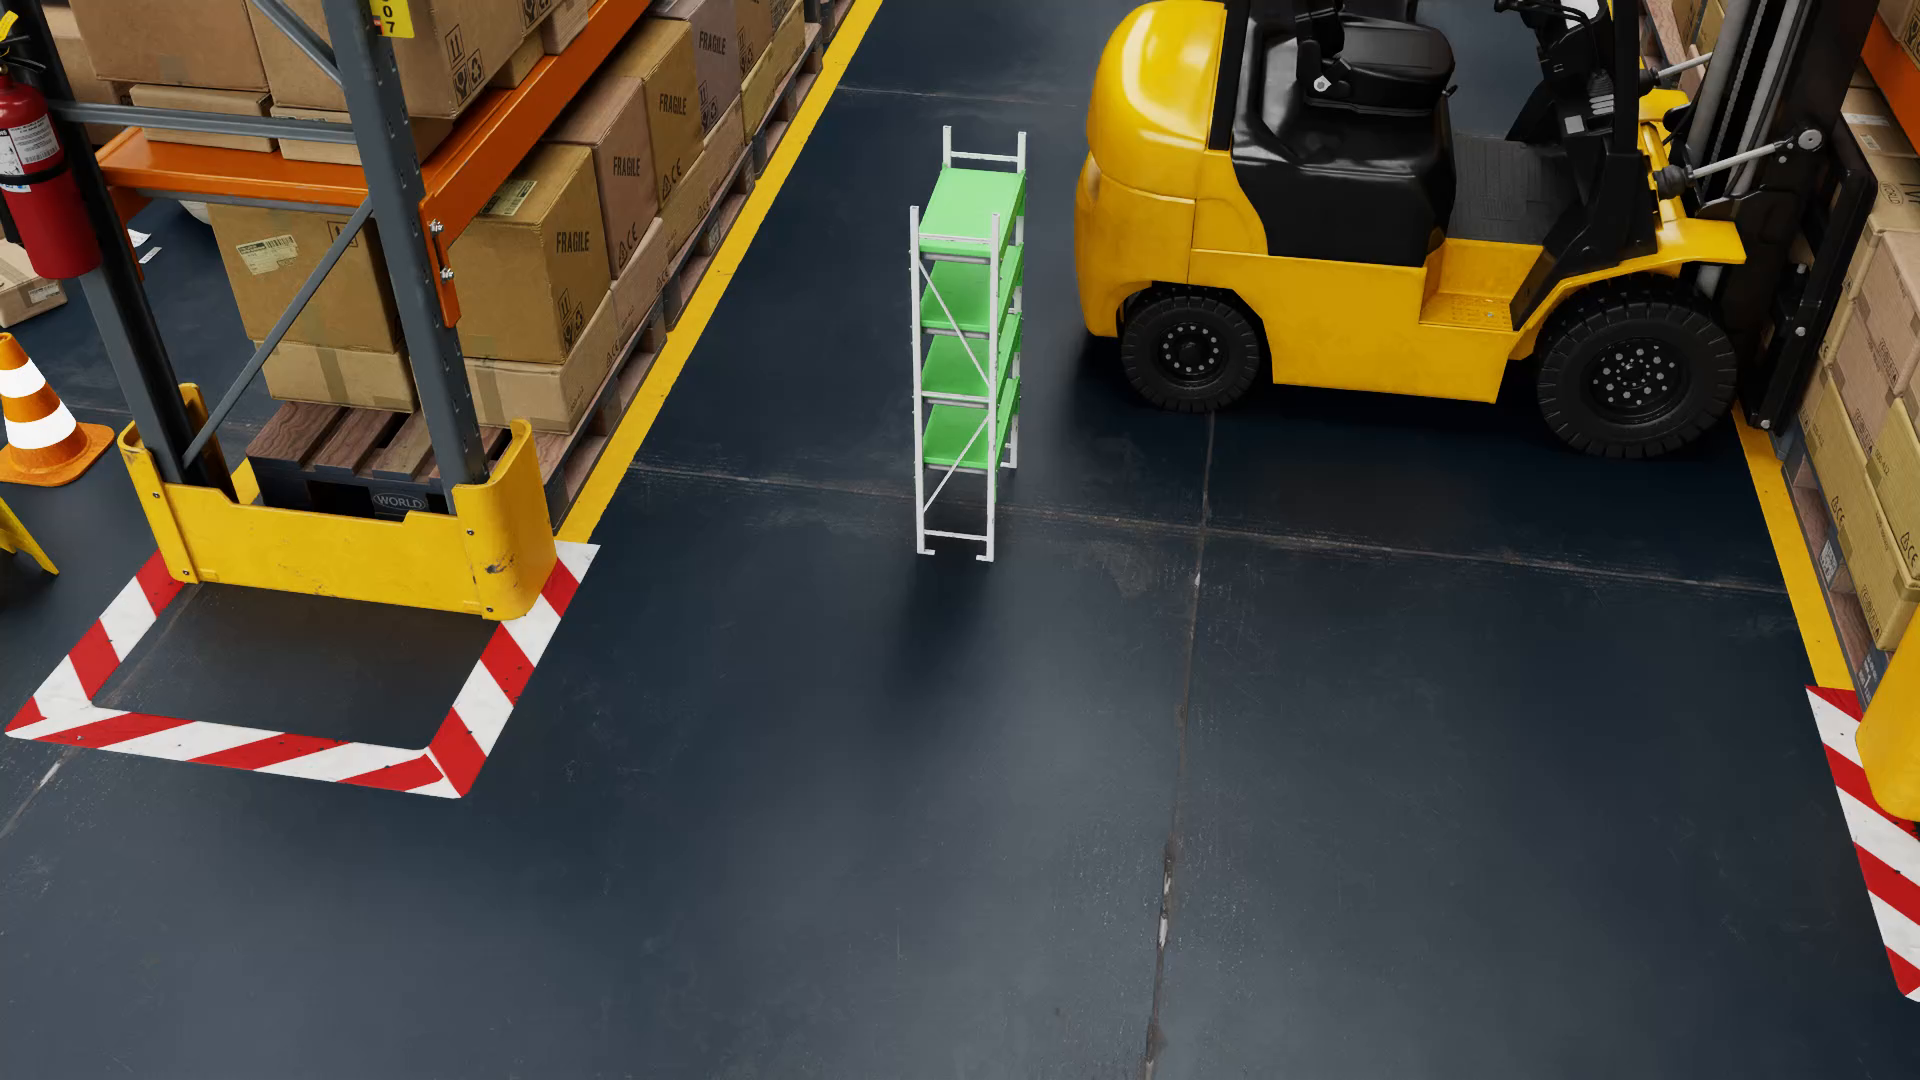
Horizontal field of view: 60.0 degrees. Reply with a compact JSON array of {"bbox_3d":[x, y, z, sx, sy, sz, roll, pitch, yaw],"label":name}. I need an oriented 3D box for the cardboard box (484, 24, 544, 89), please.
[{"bbox_3d":[-1.443,-1.444,4.840,0.380,0.149,0.250,5,40,6],"label":"cardboard box"}]

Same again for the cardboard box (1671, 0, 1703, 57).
[{"bbox_3d":[3.800,-2.574,7.543,0.875,0.625,0.625,8,40,10],"label":"cardboard box"}]

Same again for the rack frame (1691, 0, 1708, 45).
[{"bbox_3d":[3.721,-2.998,6.523,1.000,3.000,0.127,6,40,8],"label":"rack frame"}]

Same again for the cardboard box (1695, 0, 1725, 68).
[{"bbox_3d":[3.333,-2.024,6.780,0.500,0.250,0.500,6,40,7],"label":"cardboard box"}]

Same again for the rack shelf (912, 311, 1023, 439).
[{"bbox_3d":[0.029,-0.517,5.034,0.258,0.148,0.480,6,40,8],"label":"rack shelf"}]

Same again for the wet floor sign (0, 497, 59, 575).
[{"bbox_3d":[-2.947,-0.124,4.894,0.267,0.644,0.232,20,44,23],"label":"wet floor sign"}]

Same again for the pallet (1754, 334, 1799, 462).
[{"bbox_3d":[3.333,-0.661,5.884,1.003,0.211,1.213,6,40,8],"label":"pallet"}]

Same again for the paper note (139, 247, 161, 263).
[{"bbox_3d":[-3.221,-1.133,6.613,0.032,0.001,0.123,6,40,8],"label":"paper note"}]

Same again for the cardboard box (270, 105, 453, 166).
[{"bbox_3d":[-1.598,-1.127,4.456,0.380,0.149,0.250,7,40,8],"label":"cardboard box"}]

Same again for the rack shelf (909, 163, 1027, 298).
[{"bbox_3d":[0.029,-0.887,4.728,0.258,0.148,0.480,6,40,8],"label":"rack shelf"}]

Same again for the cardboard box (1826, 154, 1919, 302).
[{"bbox_3d":[2.961,-0.938,5.074,0.500,0.250,0.500,7,40,8],"label":"cardboard box"}]

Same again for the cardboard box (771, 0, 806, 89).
[{"bbox_3d":[-1.006,-2.245,7.439,0.500,0.250,0.500,8,40,10],"label":"cardboard box"}]

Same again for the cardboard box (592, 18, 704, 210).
[{"bbox_3d":[-1.264,-1.557,6.020,0.500,0.500,0.500,7,40,9],"label":"cardboard box"}]

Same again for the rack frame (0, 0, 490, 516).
[{"bbox_3d":[-1.861,-1.033,4.145,1.000,3.000,0.127,6,40,8],"label":"rack frame"}]

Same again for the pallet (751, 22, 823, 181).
[{"bbox_3d":[-1.250,-2.043,7.556,1.003,0.211,1.213,6,40,8],"label":"pallet"}]

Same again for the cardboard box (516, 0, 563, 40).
[{"bbox_3d":[-1.419,-1.778,4.735,0.500,0.500,0.500,8,40,9],"label":"cardboard box"}]

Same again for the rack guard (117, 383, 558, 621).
[{"bbox_3d":[-1.848,-0.117,5.000,1.175,0.500,0.348,6,40,8],"label":"rack guard"}]

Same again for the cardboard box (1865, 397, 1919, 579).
[{"bbox_3d":[2.805,-0.123,4.480,0.500,0.250,0.500,6,40,7],"label":"cardboard box"}]

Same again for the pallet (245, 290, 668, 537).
[{"bbox_3d":[-1.672,-0.512,5.704,1.003,0.211,1.213,6,40,8],"label":"pallet"}]

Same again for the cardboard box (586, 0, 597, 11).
[{"bbox_3d":[-1.342,-1.764,5.227,0.380,0.149,0.250,7,40,9],"label":"cardboard box"}]

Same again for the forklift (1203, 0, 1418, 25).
[{"bbox_3d":[1.536,-3.336,6.985,1.130,2.935,3.031,3,40,4],"label":"forklift"}]

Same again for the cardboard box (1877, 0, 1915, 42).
[{"bbox_3d":[3.119,-1.827,5.028,0.500,0.500,0.500,7,40,8],"label":"cardboard box"}]

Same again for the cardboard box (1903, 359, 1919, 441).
[{"bbox_3d":[2.801,-0.299,4.301,0.500,0.250,0.500,8,40,9],"label":"cardboard box"}]

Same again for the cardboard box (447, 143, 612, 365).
[{"bbox_3d":[-1.445,-0.915,5.242,0.500,0.500,0.500,5,40,6],"label":"cardboard box"}]

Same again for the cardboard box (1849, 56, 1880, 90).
[{"bbox_3d":[3.155,-1.584,5.855,0.500,0.250,0.500,8,40,9],"label":"cardboard box"}]

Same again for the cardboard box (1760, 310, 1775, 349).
[{"bbox_3d":[3.058,-0.872,5.779,0.500,0.250,0.500,8,40,9],"label":"cardboard box"}]

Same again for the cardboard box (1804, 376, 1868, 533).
[{"bbox_3d":[2.894,-0.231,5.004,0.500,0.250,0.500,6,40,8],"label":"cardboard box"}]

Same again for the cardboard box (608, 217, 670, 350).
[{"bbox_3d":[-1.353,-0.930,5.850,0.500,0.250,0.500,8,40,9],"label":"cardboard box"}]

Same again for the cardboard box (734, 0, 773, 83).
[{"bbox_3d":[-1.093,-2.214,6.814,0.500,0.500,0.500,7,40,8],"label":"cardboard box"}]

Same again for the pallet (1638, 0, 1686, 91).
[{"bbox_3d":[3.810,-2.390,7.976,1.003,0.211,1.213,6,40,8],"label":"pallet"}]

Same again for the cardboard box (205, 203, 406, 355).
[{"bbox_3d":[-1.979,-0.956,5.292,0.500,0.500,0.500,7,40,8],"label":"cardboard box"}]

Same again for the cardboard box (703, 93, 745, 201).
[{"bbox_3d":[-1.181,-1.591,6.649,0.500,0.250,0.500,7,40,8],"label":"cardboard box"}]

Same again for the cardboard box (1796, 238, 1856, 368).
[{"bbox_3d":[2.971,-0.763,5.254,0.500,0.250,0.500,6,40,7],"label":"cardboard box"}]

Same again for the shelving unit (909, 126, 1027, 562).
[{"bbox_3d":[0.029,-0.566,4.993,0.258,1.200,0.503,6,40,8],"label":"shelving unit"}]

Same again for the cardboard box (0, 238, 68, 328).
[{"bbox_3d":[-3.624,-0.979,6.318,0.380,0.149,0.250,28,47,30],"label":"cardboard box"}]

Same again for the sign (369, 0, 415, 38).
[{"bbox_3d":[-1.326,-1.307,3.797,0.100,0.325,0.005,6,40,8],"label":"sign"}]

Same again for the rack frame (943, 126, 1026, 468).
[{"bbox_3d":[0.071,-0.719,5.179,0.240,1.200,0.015,6,40,8],"label":"rack frame"}]

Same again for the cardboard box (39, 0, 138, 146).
[{"bbox_3d":[-3.897,-2.093,7.280,0.797,0.637,0.503,6,40,8],"label":"cardboard box"}]
